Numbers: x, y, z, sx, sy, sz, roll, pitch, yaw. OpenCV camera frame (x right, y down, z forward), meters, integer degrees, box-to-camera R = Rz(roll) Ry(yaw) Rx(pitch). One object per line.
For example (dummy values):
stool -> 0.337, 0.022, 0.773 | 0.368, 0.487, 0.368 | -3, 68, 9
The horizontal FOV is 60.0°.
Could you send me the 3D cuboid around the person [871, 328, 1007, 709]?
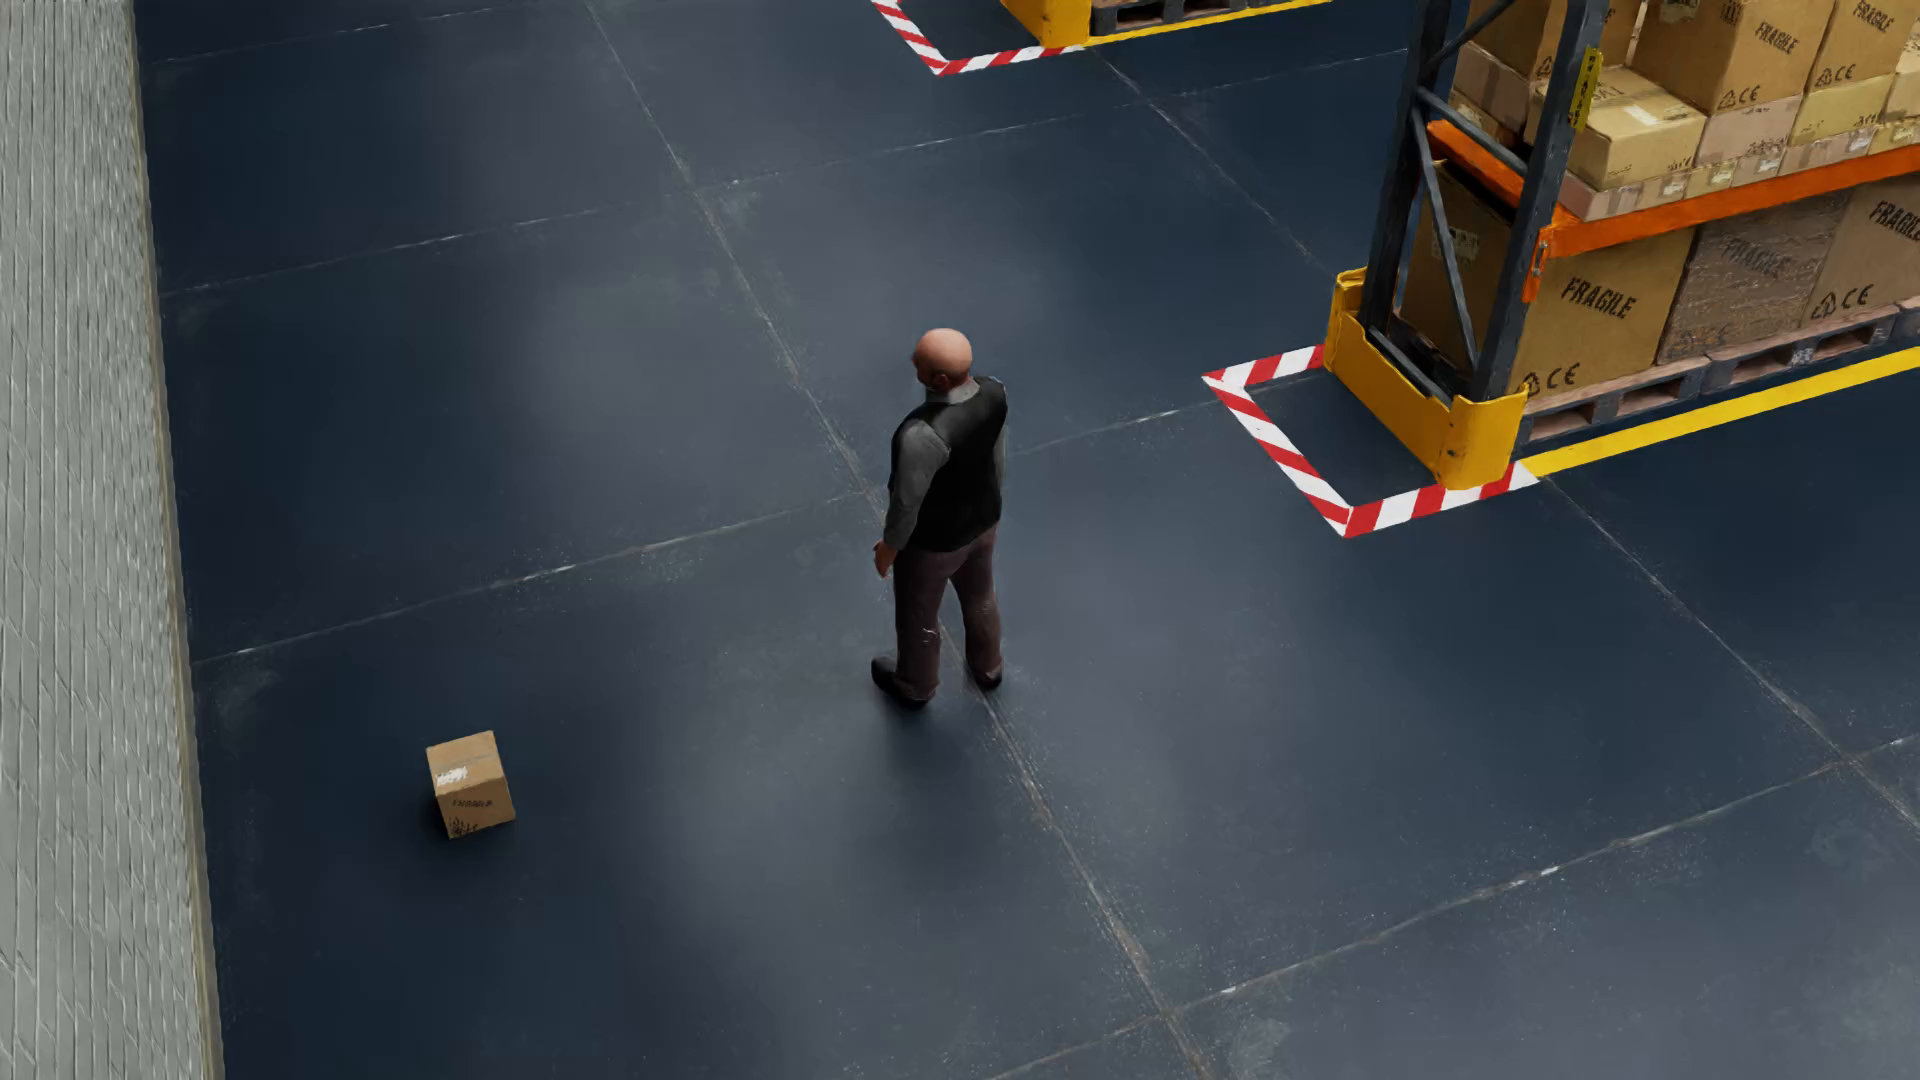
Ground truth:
person -> -0.087, -0.075, 6.221 | 0.470, 1.731, 0.591 | 29, 49, 29
